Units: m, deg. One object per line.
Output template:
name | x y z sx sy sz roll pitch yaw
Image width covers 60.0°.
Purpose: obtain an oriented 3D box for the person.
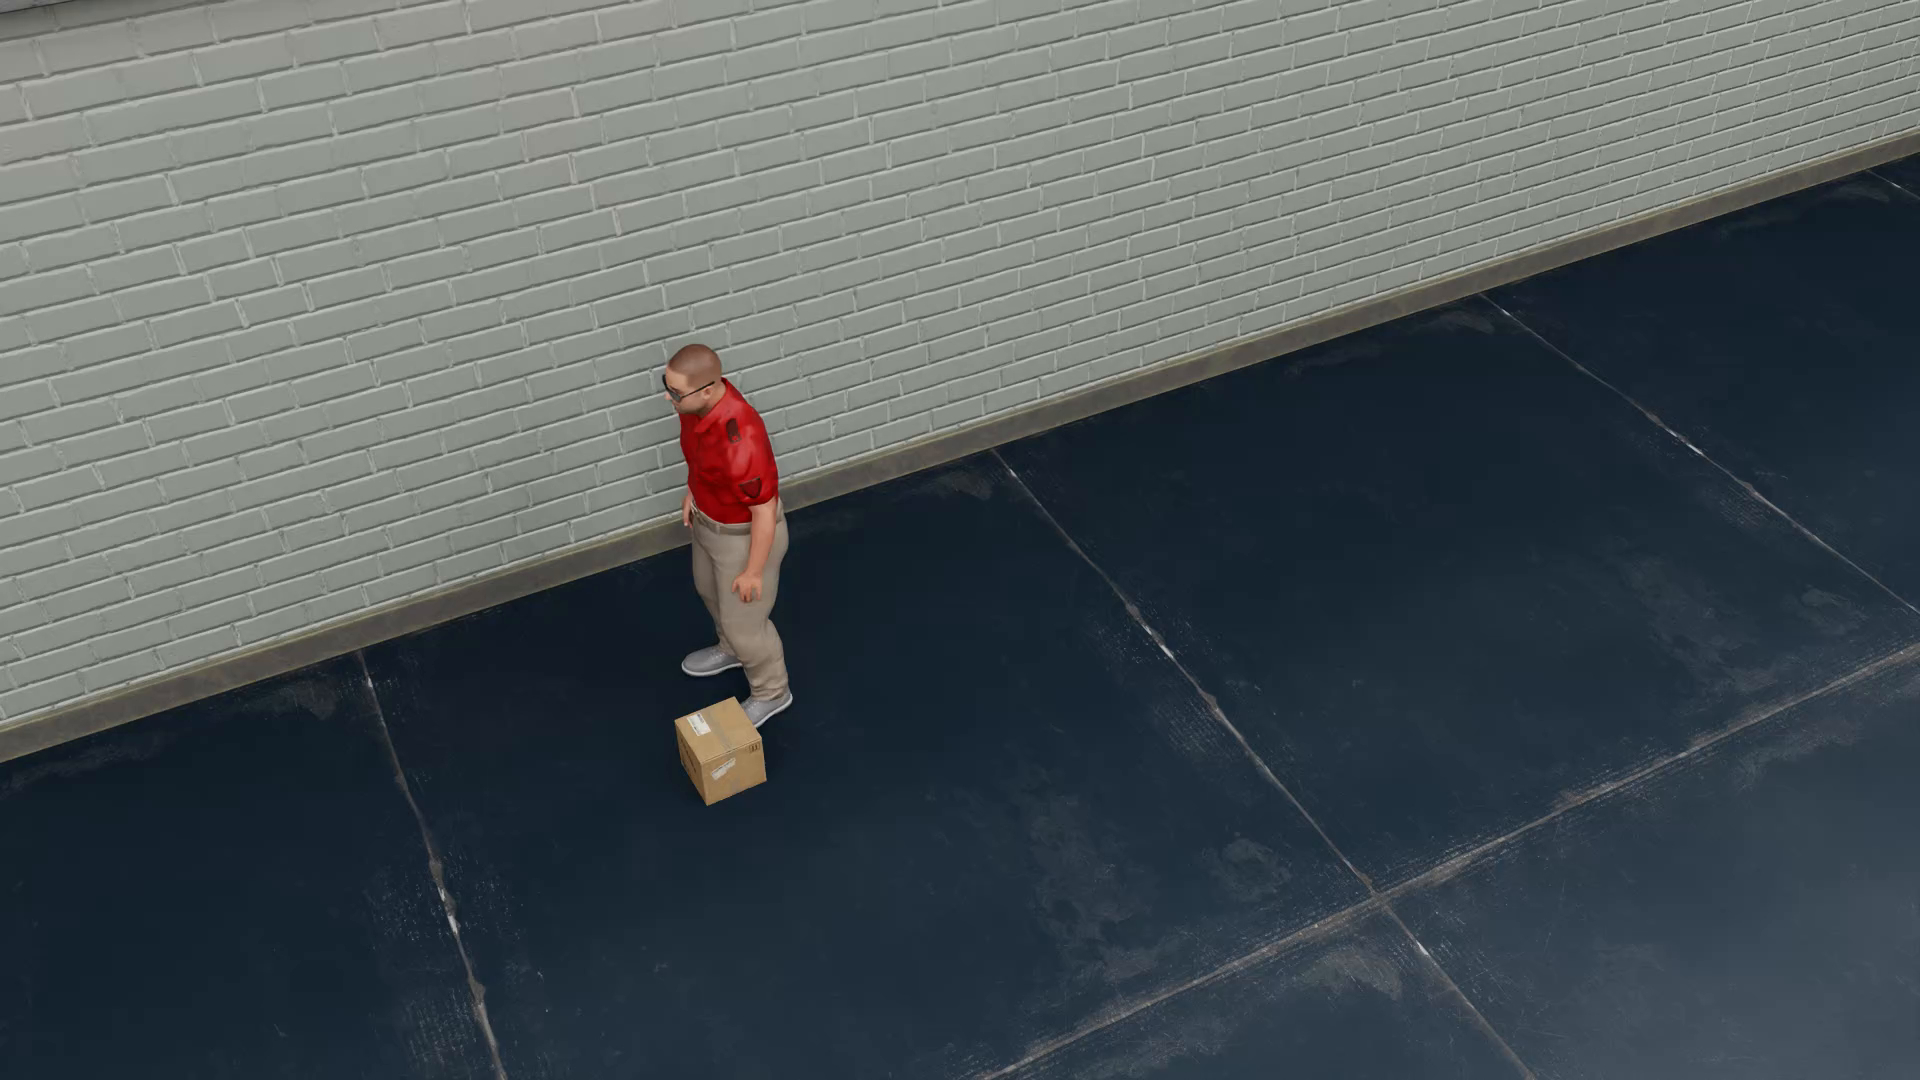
person | -0.857 -0.027 6.199 0.384 1.727 0.596 -20 45 -21
